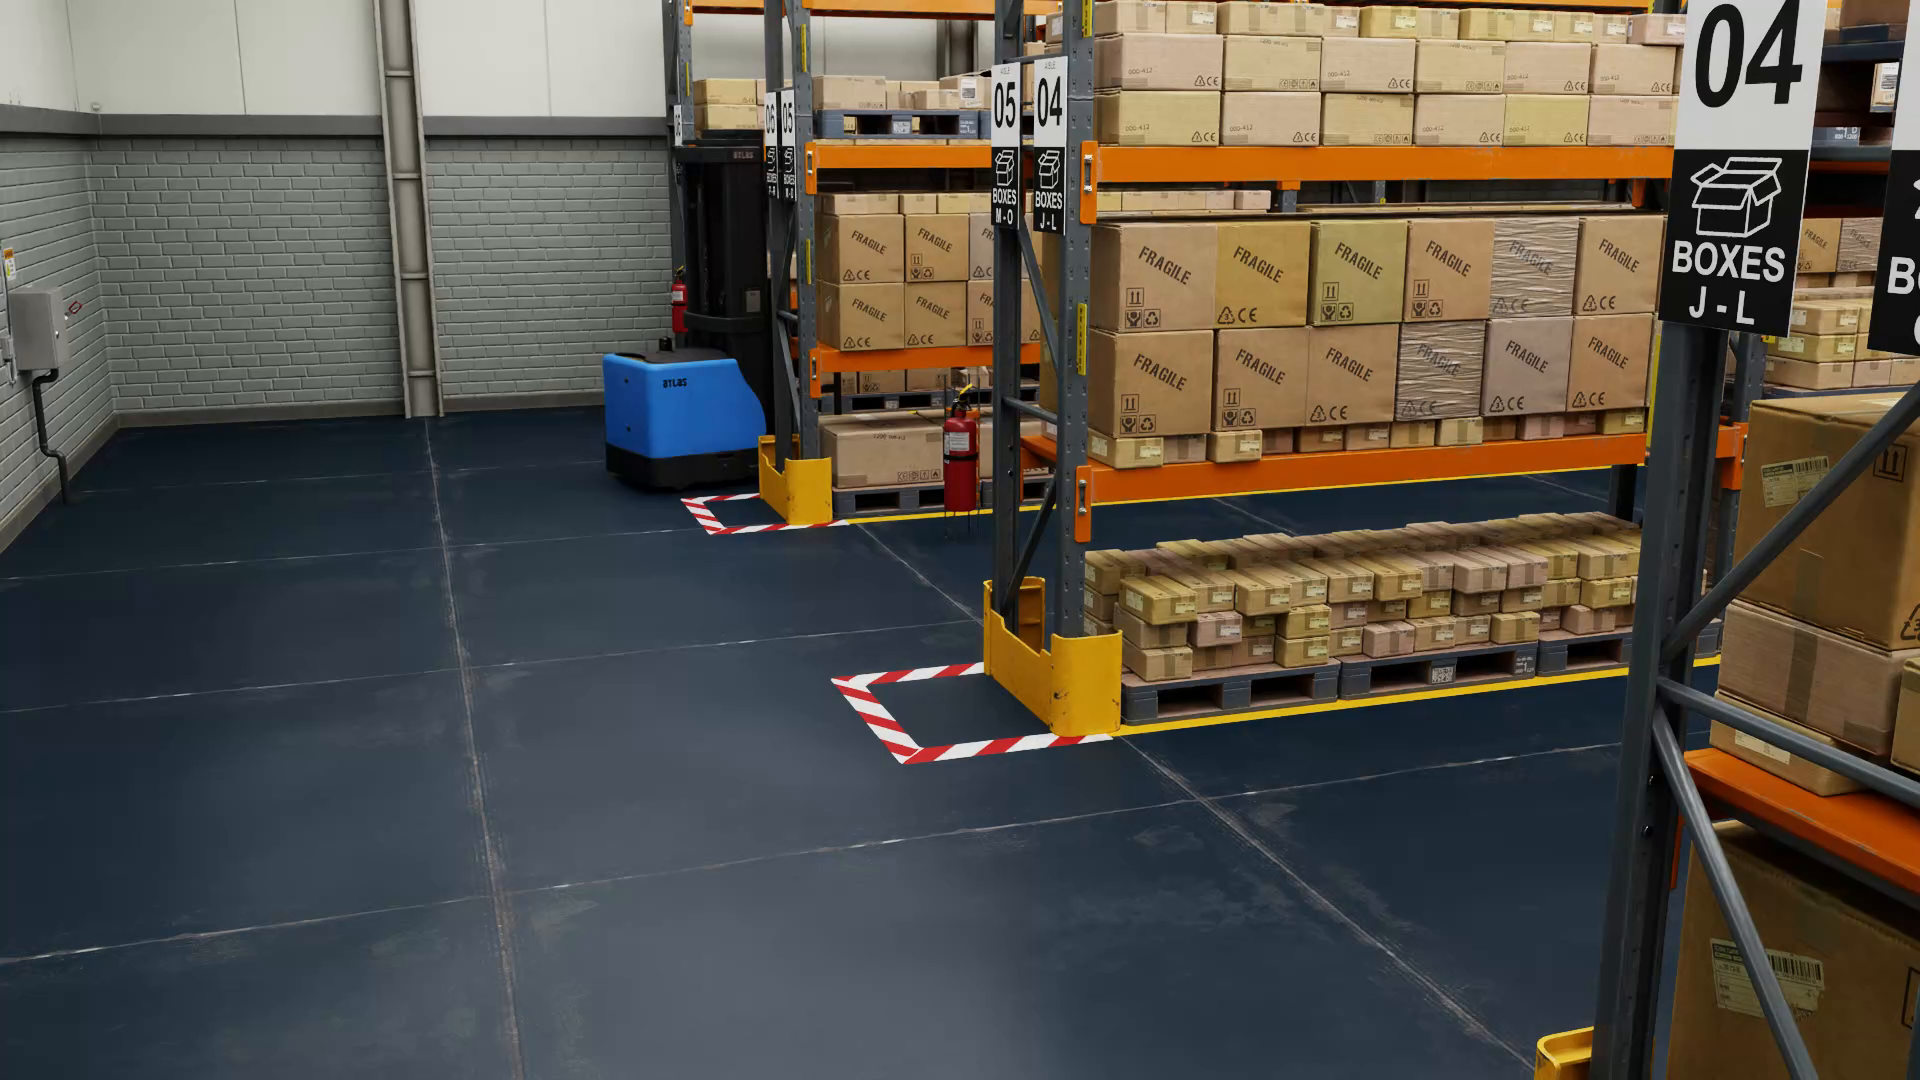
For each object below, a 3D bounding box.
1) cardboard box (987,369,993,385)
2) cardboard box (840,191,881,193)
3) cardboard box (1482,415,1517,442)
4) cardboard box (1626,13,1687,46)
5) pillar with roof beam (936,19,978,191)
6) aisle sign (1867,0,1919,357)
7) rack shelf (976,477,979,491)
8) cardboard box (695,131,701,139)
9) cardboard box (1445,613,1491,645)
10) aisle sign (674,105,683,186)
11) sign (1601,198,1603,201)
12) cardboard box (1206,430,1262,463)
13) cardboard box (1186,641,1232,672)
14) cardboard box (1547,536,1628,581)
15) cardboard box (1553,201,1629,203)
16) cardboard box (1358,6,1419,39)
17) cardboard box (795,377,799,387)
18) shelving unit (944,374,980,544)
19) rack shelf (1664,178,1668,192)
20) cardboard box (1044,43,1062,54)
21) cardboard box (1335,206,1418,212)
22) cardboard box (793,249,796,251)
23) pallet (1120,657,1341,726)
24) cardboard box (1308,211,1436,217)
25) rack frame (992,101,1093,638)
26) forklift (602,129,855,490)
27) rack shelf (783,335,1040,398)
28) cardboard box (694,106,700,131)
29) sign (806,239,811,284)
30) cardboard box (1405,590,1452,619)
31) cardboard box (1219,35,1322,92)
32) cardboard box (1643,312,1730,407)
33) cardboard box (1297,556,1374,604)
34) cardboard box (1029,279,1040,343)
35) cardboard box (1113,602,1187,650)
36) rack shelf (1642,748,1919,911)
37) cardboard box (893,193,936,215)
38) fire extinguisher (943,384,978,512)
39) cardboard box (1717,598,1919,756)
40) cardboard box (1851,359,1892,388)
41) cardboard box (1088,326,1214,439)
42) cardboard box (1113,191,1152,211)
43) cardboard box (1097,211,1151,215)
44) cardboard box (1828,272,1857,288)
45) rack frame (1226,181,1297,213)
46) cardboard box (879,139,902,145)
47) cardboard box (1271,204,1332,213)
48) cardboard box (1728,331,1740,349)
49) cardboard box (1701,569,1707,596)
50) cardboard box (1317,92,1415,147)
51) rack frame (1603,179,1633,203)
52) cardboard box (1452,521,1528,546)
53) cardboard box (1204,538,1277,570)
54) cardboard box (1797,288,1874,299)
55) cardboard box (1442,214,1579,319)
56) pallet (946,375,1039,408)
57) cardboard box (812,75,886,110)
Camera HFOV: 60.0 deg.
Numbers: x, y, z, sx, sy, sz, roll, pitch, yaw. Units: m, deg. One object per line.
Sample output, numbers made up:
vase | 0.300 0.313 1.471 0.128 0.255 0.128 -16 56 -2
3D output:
cardboard box | 0.484 -1.802 18.490 0.250 0.149 0.380 -5 14 -20
cardboard box | -0.777 -2.652 13.030 0.250 0.149 0.380 -4 14 -17
cardboard box | 2.743 -0.632 8.861 0.250 0.149 0.380 -5 14 -19
cardboard box | 3.505 -2.615 8.555 0.250 0.149 0.380 -4 14 -18
pillar with roof beam | 1.344 -5.211 14.604 0.400 9.000 9.100 -4 14 -18
aisle sign | 1.902 -0.727 3.098 0.004 0.787 0.394 -4 14 -18
rack shelf | 0.014 -0.425 12.046 0.180 0.103 0.258 -4 14 -18
cardboard box | -2.643 -4.206 17.406 0.250 0.149 0.380 -4 14 -17
cardboard box | 2.667 0.444 9.049 0.250 0.149 0.380 -4 14 -17
aisle sign | -2.844 -3.990 16.818 0.004 0.787 0.394 -4 14 -18
sign | 8.322 -4.262 21.536 0.005 0.325 0.100 -4 14 -18
cardboard box | 1.300 -0.494 8.281 0.250 0.149 0.380 -5 14 -20
cardboard box | 1.209 0.548 8.608 0.250 0.149 0.380 -5 14 -18
cardboard box | 3.462 0.100 9.206 0.250 0.149 0.380 -5 14 -19
cardboard box | 5.751 -2.849 15.263 0.500 0.500 0.500 -5 14 -20
cardboard box | 2.017 -2.503 8.085 0.250 0.149 0.380 -4 14 -16
cardboard box | -1.848 -1.660 17.891 0.250 0.149 0.380 -5 14 -20
shelving unit | 0.014 -0.585 12.008 0.189 1.200 0.258 -4 14 -18
rack shelf | 6.075 -2.181 9.900 4.000 0.370 1.077 -4 14 -18
cardboard box | 0.744 -2.348 8.293 0.500 0.250 0.500 -5 14 -20
cardboard box | 3.487 -2.550 14.004 0.500 0.500 0.500 -5 14 -18
cardboard box | -1.562 -3.032 18.090 0.500 0.250 0.500 -4 14 -16
pallet | 1.242 0.670 8.868 1.213 0.211 1.003 -4 14 -18
cardboard box | 2.213 -1.514 9.006 0.500 0.500 0.500 -5 14 -20
rack frame | 0.388 -0.628 8.303 0.127 3.000 1.000 -4 14 -18
forklift | -1.567 -2.079 14.551 3.031 2.935 1.130 -9 16 -34
rack shelf | 0.609 -1.504 13.539 4.000 0.370 1.077 -4 14 -18
cardboard box | -2.538 -4.419 17.436 0.500 0.250 0.500 -5 14 -19
sign | -1.115 -2.044 12.213 0.005 0.325 0.100 -4 14 -18
cardboard box | 2.450 0.299 9.012 0.250 0.149 0.380 -4 14 -15
cardboard box | 1.382 -2.272 7.974 0.500 0.250 0.500 -5 14 -19
cardboard box | 3.811 -1.019 9.087 0.500 0.500 0.500 -4 14 -18
cardboard box | 1.970 0.209 8.752 0.250 0.149 0.380 -4 14 -16
cardboard box | 0.688 -1.845 13.203 0.500 0.500 0.500 -4 14 -16
cardboard box | 0.967 0.427 8.475 0.250 0.149 0.380 -4 14 -16
rack shelf | 3.770 0.669 4.402 4.000 0.370 1.077 -4 14 -18
cardboard box | -0.353 -2.552 12.610 0.250 0.149 0.380 -4 14 -16
fire extinguisher | 0.002 -0.492 8.702 0.183 0.674 0.296 -4 14 -18
cardboard box | 2.249 0.301 4.076 0.500 0.250 0.500 -5 14 -19
cardboard box | 4.960 -0.956 9.314 0.250 0.149 0.380 -4 14 -17
cardboard box | 0.902 -0.794 8.141 0.500 0.500 0.500 -4 14 -15
cardboard box | 1.331 -2.699 13.229 0.250 0.149 0.380 -5 14 -18
cardboard box | 1.183 -2.366 13.232 0.500 0.500 0.500 -4 14 -17
cardboard box | 8.211 -2.471 15.684 0.250 0.149 0.380 -4 14 -16
rack frame | 2.505 -2.002 14.077 0.127 3.000 1.000 -4 14 -18
cardboard box | -0.778 -4.216 17.445 0.250 0.149 0.380 -4 14 -17
cardboard box | 2.848 -2.625 14.319 0.500 0.500 0.500 -4 14 -16
cardboard box | 4.494 -1.223 9.795 0.250 0.149 0.380 -4 14 -16
cardboard box | 3.982 0.207 9.400 0.250 0.149 0.380 -4 14 -17
cardboard box | 1.880 -2.071 8.208 0.500 0.250 0.500 -5 14 -20
rack frame | 8.500 -3.681 21.134 0.127 3.000 1.000 -4 14 -18
cardboard box | 3.043 0.011 9.584 0.250 0.149 0.380 -5 14 -20
cardboard box | 1.536 0.112 9.157 0.250 0.149 0.380 -5 14 -20
cardboard box | 5.246 -1.426 10.004 0.250 0.149 0.380 -5 14 -18
cardboard box | 2.842 -1.435 8.676 0.500 0.500 0.500 -4 14 -17
pallet | 0.267 -1.683 18.763 1.213 0.211 1.003 -4 14 -18
cardboard box | -0.888 -3.399 12.668 0.500 0.250 0.500 -6 15 -23
